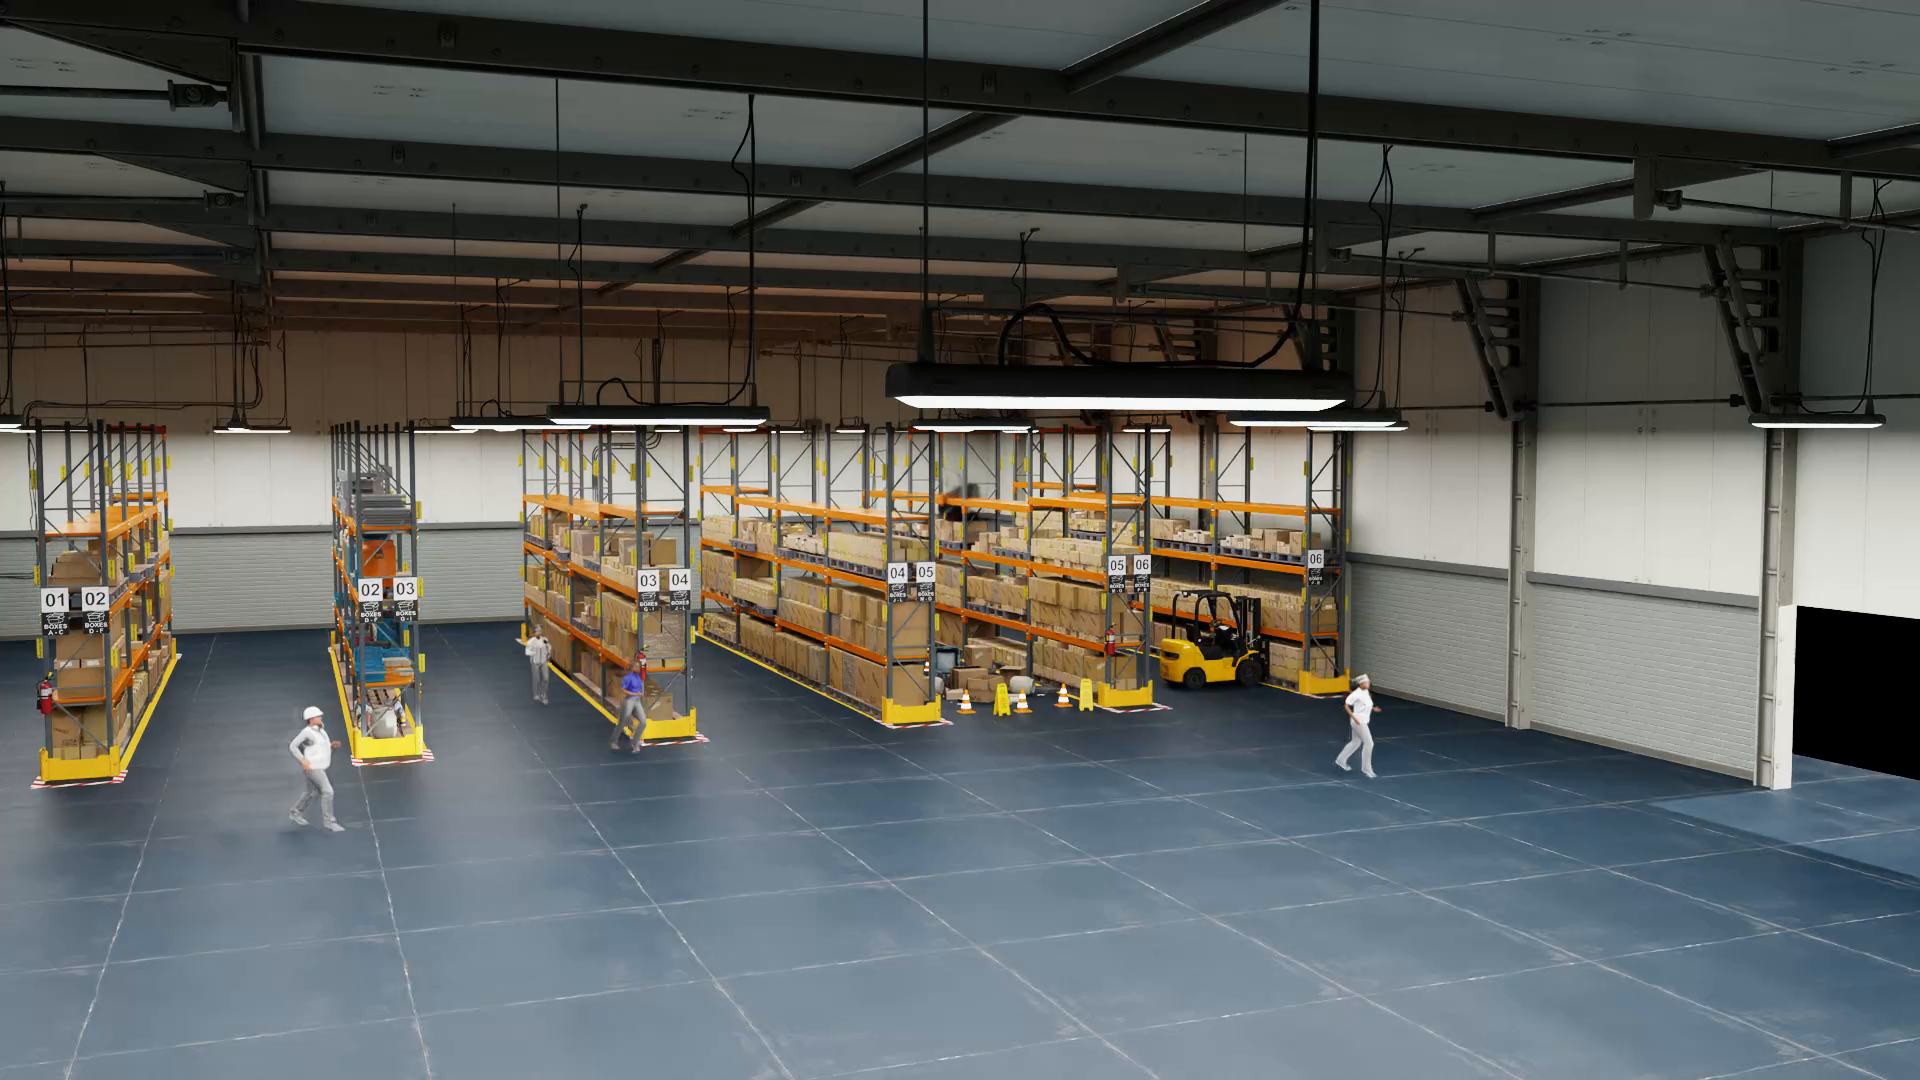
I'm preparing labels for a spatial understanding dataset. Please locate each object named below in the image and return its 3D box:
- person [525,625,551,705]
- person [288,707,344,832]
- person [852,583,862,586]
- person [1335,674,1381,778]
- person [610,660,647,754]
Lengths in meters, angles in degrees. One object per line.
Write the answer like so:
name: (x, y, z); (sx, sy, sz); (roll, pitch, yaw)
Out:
person: (-8.996, 2.668, 35.560); (0.590, 1.735, 0.726); (-2, 4, -25)
person: (-9.341, 3.318, 24.082); (0.850, 1.815, 0.636); (0, 4, -3)
person: (-3.106, 1.629, 51.323); (1.046, 1.752, 0.767); (0, 4, -4)
person: (6.730, 3.119, 28.107); (0.745, 1.752, 0.570); (2, 4, 26)
person: (-5.987, 3.029, 30.232); (0.730, 1.688, 0.630); (2, 4, 33)
